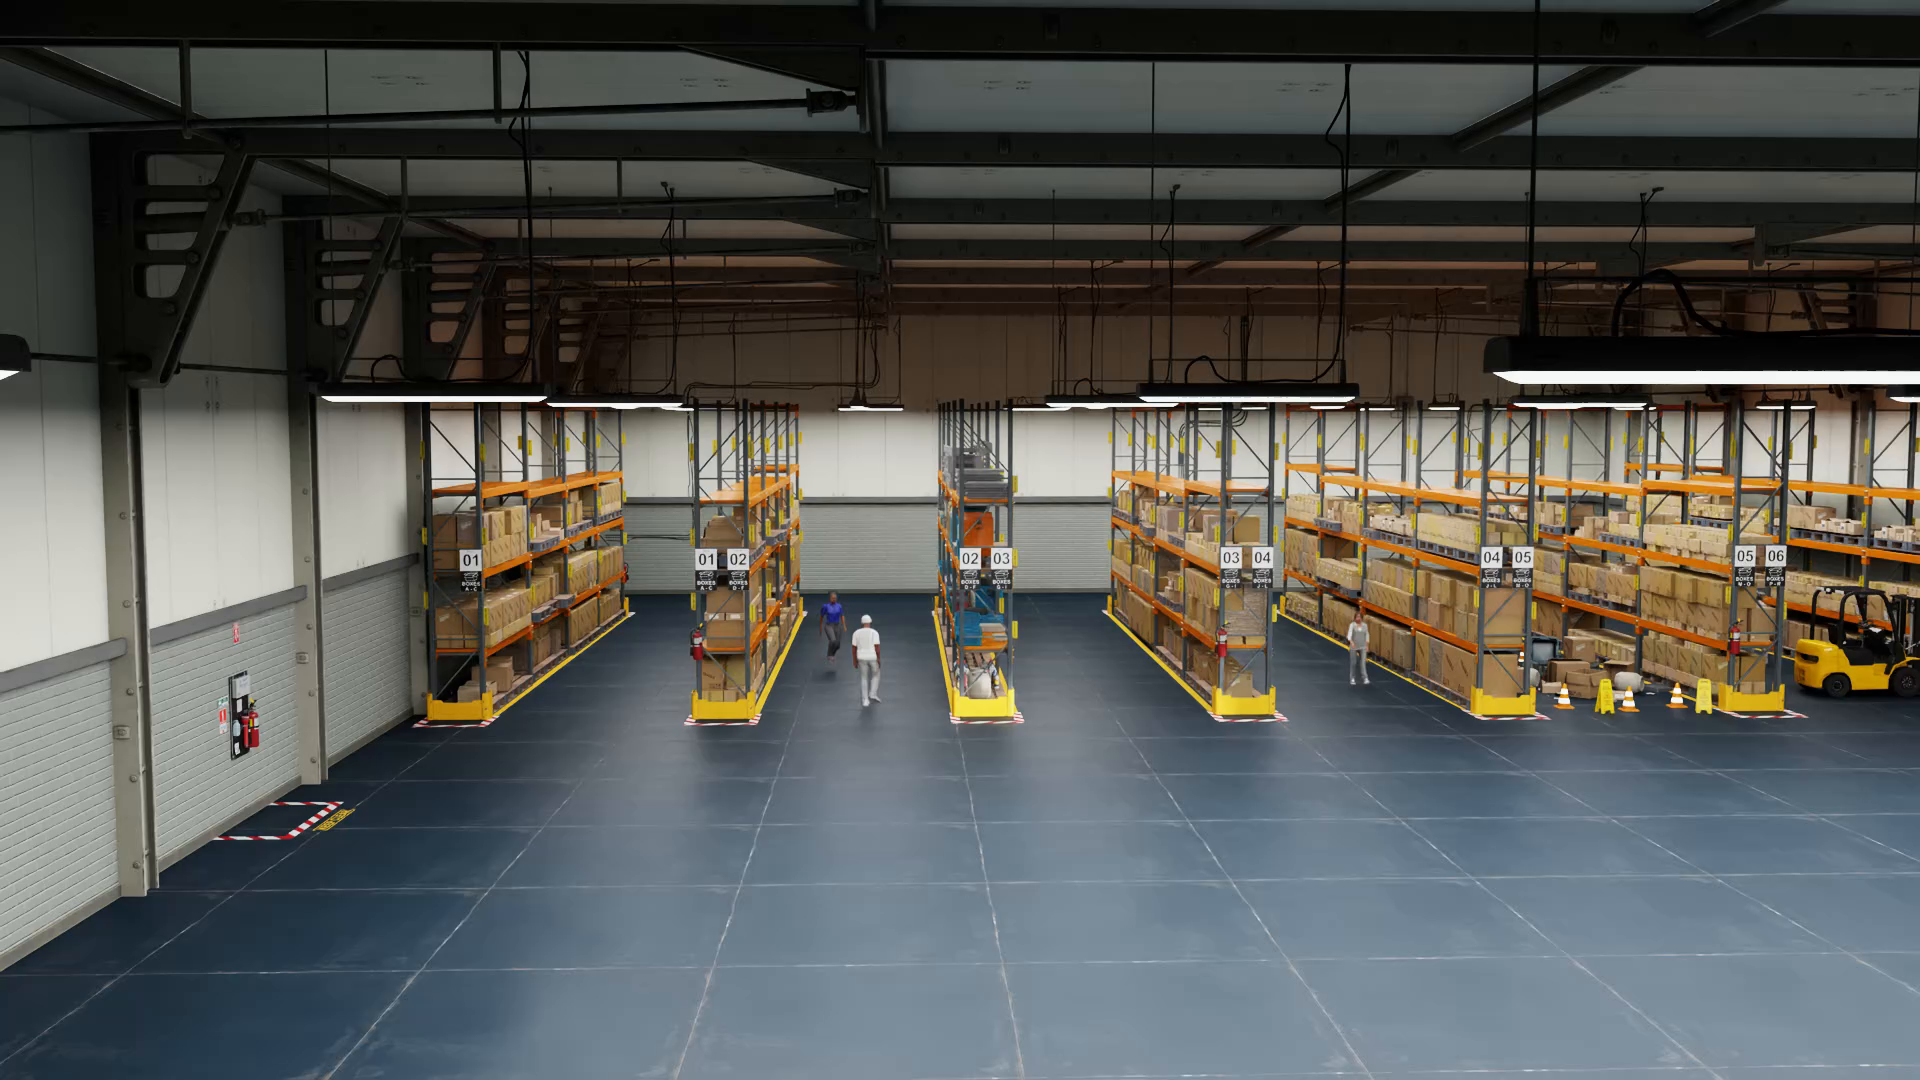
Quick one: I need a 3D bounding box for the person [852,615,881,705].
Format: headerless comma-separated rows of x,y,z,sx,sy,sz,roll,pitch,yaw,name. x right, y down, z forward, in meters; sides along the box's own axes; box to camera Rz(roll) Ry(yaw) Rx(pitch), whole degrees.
-1.833,2.347,32.700,0.598,1.745,0.517,1,4,8,person

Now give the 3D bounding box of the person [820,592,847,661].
-2.818,1.932,36.847,0.511,1.574,0.735,-2,5,-29,person

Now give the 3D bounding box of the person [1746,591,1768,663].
18.332,2.010,38.182,0.462,1.713,0.667,-1,4,-15,person

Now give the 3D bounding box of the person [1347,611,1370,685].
8.345,2.286,34.780,0.473,1.580,0.902,1,4,7,person
